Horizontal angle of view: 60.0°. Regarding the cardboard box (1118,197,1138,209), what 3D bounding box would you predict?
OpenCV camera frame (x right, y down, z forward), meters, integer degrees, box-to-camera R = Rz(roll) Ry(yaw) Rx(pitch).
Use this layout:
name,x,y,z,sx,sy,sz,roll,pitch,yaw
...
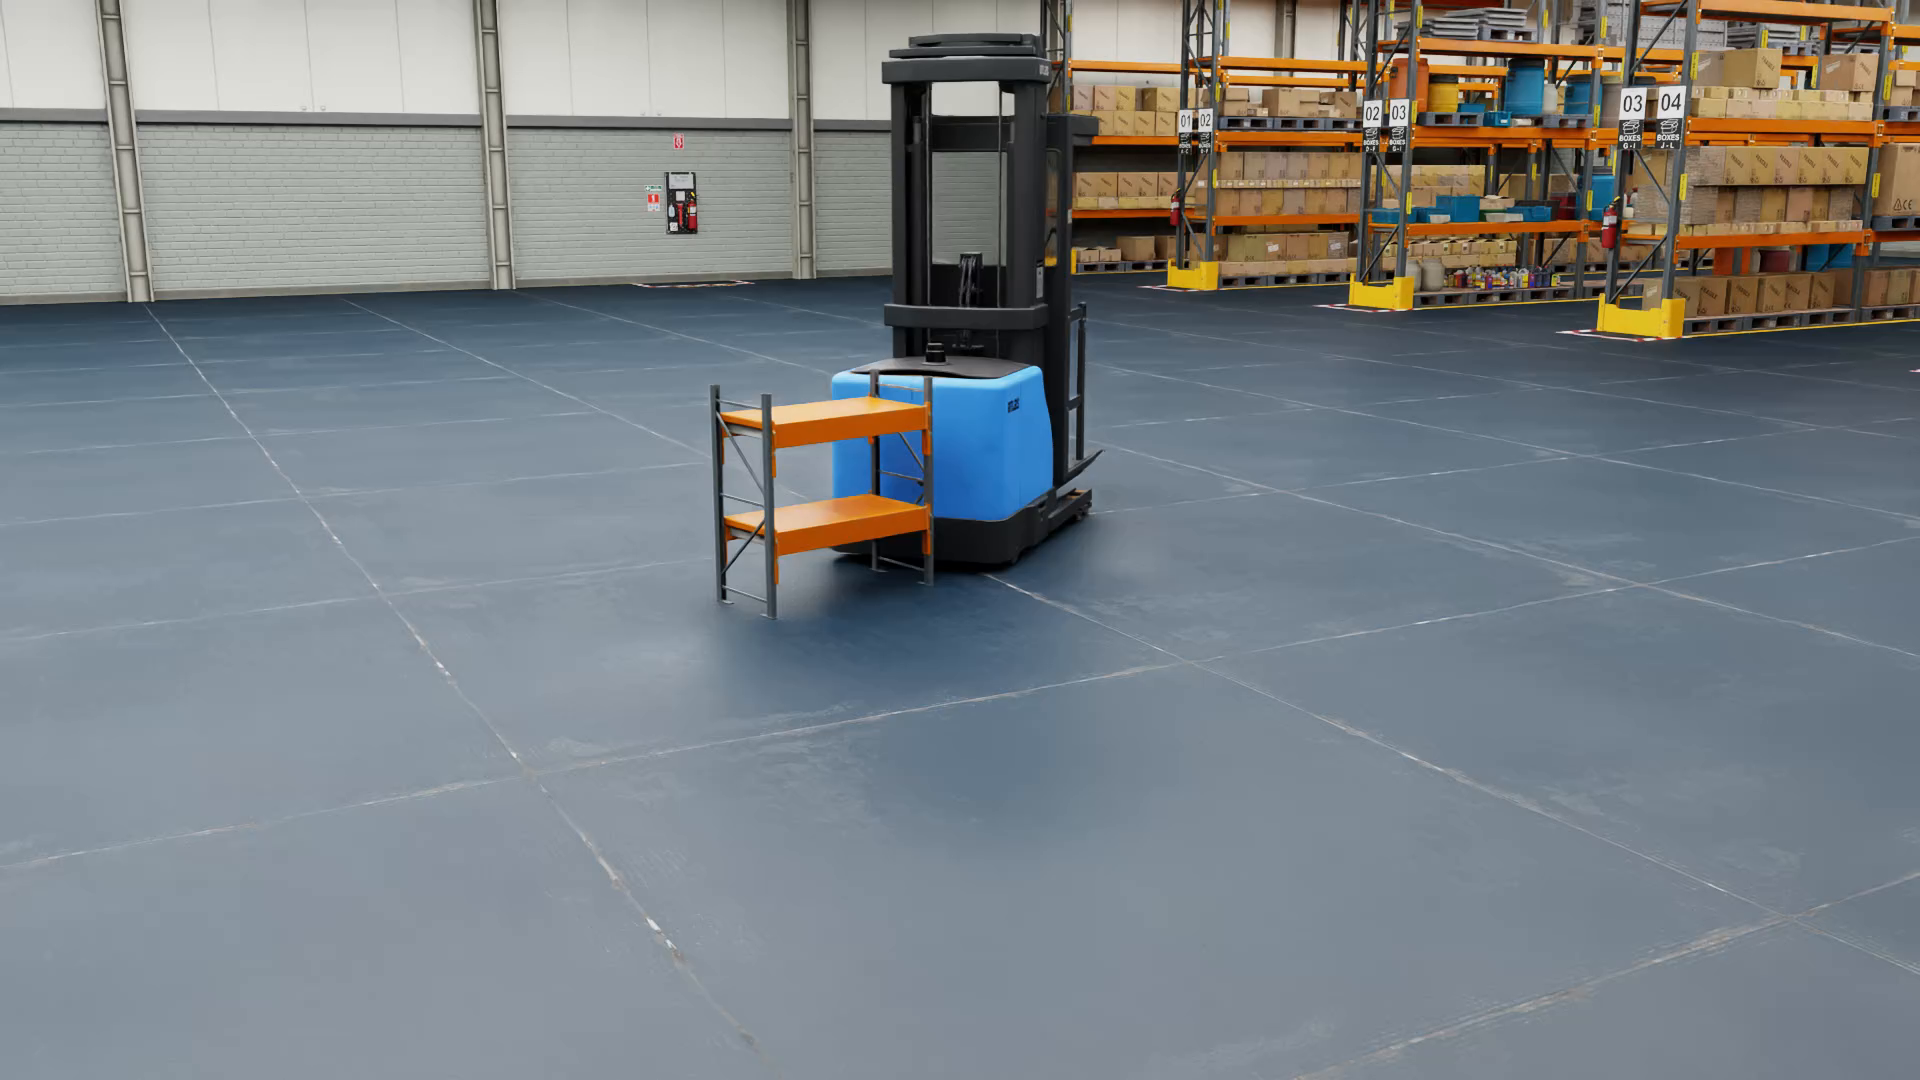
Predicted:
name,x,y,z,sx,sy,sz,roll,pitch,yaw
cardboard box,3.425,-7.136,35.194,0.500,0.250,0.500,-7,15,-29

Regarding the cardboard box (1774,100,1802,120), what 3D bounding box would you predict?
name,x,y,z,sx,sy,sz,roll,pitch,yaw
cardboard box,10.953,-5.789,22.424,0.500,0.250,0.500,-6,14,-26

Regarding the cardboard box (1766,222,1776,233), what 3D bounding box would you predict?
name,x,y,z,sx,sy,sz,roll,pitch,yaw
cardboard box,10.949,-4.288,22.816,0.250,0.149,0.380,-7,14,-28

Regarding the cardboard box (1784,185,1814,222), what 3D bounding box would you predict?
name,x,y,z,sx,sy,sz,roll,pitch,yaw
cardboard box,11.306,-4.697,23.156,0.500,0.500,0.875,-7,14,-28

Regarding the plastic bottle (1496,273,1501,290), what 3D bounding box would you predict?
name,x,y,z,sx,sy,sz,roll,pitch,yaw
plastic bottle,8.822,-4.251,27.291,0.097,0.271,0.097,0,13,0

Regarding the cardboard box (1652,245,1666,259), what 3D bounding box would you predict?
name,x,y,z,sx,sy,sz,roll,pitch,yaw
cardboard box,15.327,-6.313,36.363,0.500,0.311,0.500,-7,14,-28

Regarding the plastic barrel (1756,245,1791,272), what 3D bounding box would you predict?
name,x,y,z,sx,sy,sz,roll,pitch,yaw
plastic barrel,15.127,-5.234,30.981,0.708,0.588,0.600,-7,14,-28

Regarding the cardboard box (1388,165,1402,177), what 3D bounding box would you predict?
name,x,y,z,sx,sy,sz,roll,pitch,yaw
cardboard box,9.961,-8.565,38.590,0.500,0.250,0.500,-7,14,-29

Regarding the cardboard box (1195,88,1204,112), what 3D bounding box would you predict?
name,x,y,z,sx,sy,sz,roll,pitch,yaw
cardboard box,5.147,-9.425,35.687,0.500,0.500,0.500,-8,15,-33

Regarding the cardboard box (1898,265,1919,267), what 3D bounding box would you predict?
name,x,y,z,sx,sy,sz,roll,pitch,yaw
cardboard box,14.534,-3.876,25.105,0.500,0.500,0.700,-6,14,-23

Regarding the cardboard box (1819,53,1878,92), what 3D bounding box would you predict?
name,x,y,z,sx,sy,sz,roll,pitch,yaw
cardboard box,12.304,-6.461,23.024,0.500,0.500,0.500,-7,15,-30

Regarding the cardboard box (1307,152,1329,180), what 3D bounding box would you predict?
name,x,y,z,sx,sy,sz,roll,pitch,yaw
cardboard box,6.564,-7.094,31.528,0.500,0.500,0.700,-7,14,-28

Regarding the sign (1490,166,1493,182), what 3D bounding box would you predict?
name,x,y,z,sx,sy,sz,roll,pitch,yaw
sign,11.076,-7.616,34.577,0.005,0.325,0.100,-7,14,-28

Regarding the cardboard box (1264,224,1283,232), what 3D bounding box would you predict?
name,x,y,z,sx,sy,sz,roll,pitch,yaw
cardboard box,6.934,-7.064,37.563,0.500,0.250,0.500,-7,15,-29

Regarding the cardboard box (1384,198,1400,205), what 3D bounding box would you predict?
name,x,y,z,sx,sy,sz,roll,pitch,yaw
cardboard box,8.517,-6.628,32.948,0.258,0.266,0.396,-7,15,-29

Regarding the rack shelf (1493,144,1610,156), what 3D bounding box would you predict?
name,x,y,z,sx,sy,sz,roll,pitch,yaw
rack shelf,14.234,-9.685,41.029,4.000,0.370,1.077,-7,14,-28

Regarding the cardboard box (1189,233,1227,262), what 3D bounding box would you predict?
name,x,y,z,sx,sy,sz,roll,pitch,yaw
cardboard box,4.650,-5.488,31.174,0.500,0.500,0.500,-7,14,-28

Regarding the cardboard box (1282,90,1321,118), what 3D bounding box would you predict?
name,x,y,z,sx,sy,sz,roll,pitch,yaw
cardboard box,6.327,-8.204,31.301,0.637,0.503,0.797,-5,14,-22

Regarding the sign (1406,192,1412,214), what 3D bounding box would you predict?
name,x,y,z,sx,sy,sz,roll,pitch,yaw
sign,6.952,-5.219,25.748,0.005,0.325,0.100,-7,14,-28

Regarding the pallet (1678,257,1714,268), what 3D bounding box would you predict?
name,x,y,z,sx,sy,sz,roll,pitch,yaw
pallet,16.530,-6.248,37.305,1.213,0.211,1.003,-7,14,-28

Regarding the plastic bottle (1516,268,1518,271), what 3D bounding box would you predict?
name,x,y,z,sx,sy,sz,roll,pitch,yaw
plastic bottle,9.443,-4.508,28.424,0.135,0.276,0.152,-6,14,-26

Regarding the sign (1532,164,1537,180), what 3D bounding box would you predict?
name,x,y,z,sx,sy,sz,roll,pitch,yaw
sign,11.613,-7.445,33.634,0.005,0.325,0.100,-7,14,-28

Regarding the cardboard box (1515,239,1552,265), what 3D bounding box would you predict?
name,x,y,z,sx,sy,sz,roll,pitch,yaw
cardboard box,11.881,-5.975,34.429,0.500,0.500,0.500,-6,14,-25

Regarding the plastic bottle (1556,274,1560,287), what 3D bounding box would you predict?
name,x,y,z,sx,sy,sz,roll,pitch,yaw
plastic bottle,10.034,-4.362,27.944,0.097,0.201,0.097,0,13,0

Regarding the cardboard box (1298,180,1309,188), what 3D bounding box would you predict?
name,x,y,z,sx,sy,sz,roll,pitch,yaw
cardboard box,6.350,-6.699,31.253,0.250,0.149,0.380,-6,14,-26

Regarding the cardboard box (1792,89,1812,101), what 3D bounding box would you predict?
name,x,y,z,sx,sy,sz,roll,pitch,yaw
cardboard box,11.275,-6.012,22.504,0.250,0.149,0.380,-6,14,-25

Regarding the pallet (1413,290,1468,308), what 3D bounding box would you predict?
name,x,y,z,sx,sy,sz,roll,pitch,yaw
pallet,7.452,-3.931,27.009,1.213,0.211,1.003,-7,14,-28

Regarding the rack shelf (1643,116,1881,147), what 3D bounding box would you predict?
name,x,y,z,sx,sy,sz,roll,pitch,yaw
rack shelf,10.821,-5.558,22.695,4.000,0.370,1.077,-7,14,-28

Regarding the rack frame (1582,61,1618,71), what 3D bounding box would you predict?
name,x,y,z,sx,sy,sz,roll,pitch,yaw
rack frame,15.989,-11.709,41.556,0.127,3.000,1.000,-7,14,-28

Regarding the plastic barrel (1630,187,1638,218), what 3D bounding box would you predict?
name,x,y,z,sx,sy,sz,roll,pitch,yaw
plastic barrel,11.792,-5.813,28.709,0.433,0.535,0.433,0,13,0

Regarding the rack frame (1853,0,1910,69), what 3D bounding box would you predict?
name,x,y,z,sx,sy,sz,roll,pitch,yaw
rack frame,17.225,-9.379,31.203,0.127,3.000,1.000,-7,14,-28

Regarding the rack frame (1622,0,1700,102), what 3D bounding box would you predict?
name,x,y,z,sx,sy,sz,roll,pitch,yaw
rack frame,9.066,-7.162,21.352,0.127,3.000,1.000,-7,14,-28

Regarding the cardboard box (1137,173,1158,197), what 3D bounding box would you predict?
name,x,y,z,sx,sy,sz,roll,pitch,yaw
cardboard box,3.851,-7.554,35.343,0.500,0.500,0.500,-6,14,-26

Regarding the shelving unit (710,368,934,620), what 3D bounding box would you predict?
name,x,y,z,sx,sy,sz,roll,pitch,yaw
shelving unit,-0.700,-0.268,8.650,1.048,1.125,0.538,-11,17,-40

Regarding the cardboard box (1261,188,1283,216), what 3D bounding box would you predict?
name,x,y,z,sx,sy,sz,roll,pitch,yaw
cardboard box,5.635,-6.348,31.168,0.500,0.500,0.700,-7,14,-27

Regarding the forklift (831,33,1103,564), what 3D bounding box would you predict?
name,x,y,z,sx,sy,sz,roll,pitch,yaw
forklift,0.217,-1.575,10.345,1.130,2.935,3.031,4,13,18

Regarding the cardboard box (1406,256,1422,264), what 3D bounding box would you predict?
name,x,y,z,sx,sy,sz,roll,pitch,yaw
cardboard box,8.755,-5.477,32.835,0.500,0.250,0.500,-6,14,-26

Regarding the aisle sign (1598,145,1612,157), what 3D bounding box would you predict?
name,x,y,z,sx,sy,sz,roll,pitch,yaw
aisle sign,16.196,-10.001,41.706,0.004,0.787,0.394,-7,14,-28

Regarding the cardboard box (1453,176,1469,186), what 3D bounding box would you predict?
name,x,y,z,sx,sy,sz,roll,pitch,yaw
cardboard box,11.751,-8.413,39.620,0.500,0.500,0.500,-7,14,-27

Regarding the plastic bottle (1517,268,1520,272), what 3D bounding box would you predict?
name,x,y,z,sx,sy,sz,roll,pitch,yaw
plastic bottle,9.494,-4.492,28.333,0.133,0.283,0.061,-7,14,-28

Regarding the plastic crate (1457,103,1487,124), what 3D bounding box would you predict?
name,x,y,z,sx,sy,sz,roll,pitch,yaw
plastic crate,8.222,-6.904,27.074,0.575,0.384,0.392,-7,14,-28

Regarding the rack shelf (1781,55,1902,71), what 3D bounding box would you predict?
name,x,y,z,sx,sy,sz,roll,pitch,yaw
rack shelf,15.470,-8.623,30.391,4.000,0.370,1.077,-7,14,-28

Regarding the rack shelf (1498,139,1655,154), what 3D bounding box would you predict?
name,x,y,z,sx,sy,sz,roll,pitch,yaw
rack shelf,13.100,-8.309,34.919,4.000,0.370,1.077,-7,14,-28

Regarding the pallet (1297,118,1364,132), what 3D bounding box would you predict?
name,x,y,z,sx,sy,sz,roll,pitch,yaw
pallet,7.097,-7.891,31.625,1.213,0.211,1.003,-7,14,-28

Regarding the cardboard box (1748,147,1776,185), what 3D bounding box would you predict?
name,x,y,z,sx,sy,sz,roll,pitch,yaw
cardboard box,10.559,-5.027,22.344,0.500,0.500,0.500,-7,14,-28

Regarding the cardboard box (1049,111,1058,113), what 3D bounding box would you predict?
name,x,y,z,sx,sy,sz,roll,pitch,yaw
cardboard box,2.190,-8.714,34.805,0.500,0.500,0.500,-6,14,-24

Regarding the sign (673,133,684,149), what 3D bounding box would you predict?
name,x,y,z,sx,sy,sz,roll,pitch,yaw
sign,-5.363,-7.605,31.703,0.199,0.298,0.001,-7,14,-28

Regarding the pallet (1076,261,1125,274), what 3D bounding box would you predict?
name,x,y,z,sx,sy,sz,roll,pitch,yaw
pallet,2.742,-5.826,35.427,1.213,0.211,1.003,-7,14,-28

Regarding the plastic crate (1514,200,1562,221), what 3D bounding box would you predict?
name,x,y,z,sx,sy,sz,roll,pitch,yaw
plastic crate,9.683,-5.550,27.993,0.504,0.338,0.767,-7,14,-28

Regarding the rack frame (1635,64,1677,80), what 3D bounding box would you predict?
name,x,y,z,sx,sy,sz,roll,pitch,yaw
rack frame,14.855,-10.334,35.446,0.127,3.000,1.000,-7,14,-28

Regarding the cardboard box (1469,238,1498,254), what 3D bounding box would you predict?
name,x,y,z,sx,sy,sz,roll,pitch,yaw
cardboard box,10.549,-5.965,33.725,0.500,0.311,0.500,-7,14,-29

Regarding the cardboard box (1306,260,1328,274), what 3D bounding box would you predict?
name,x,y,z,sx,sy,sz,roll,pitch,yaw
cardboard box,6.655,-5.232,31.745,0.500,0.250,0.500,-7,14,-28

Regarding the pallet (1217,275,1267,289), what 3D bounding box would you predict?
name,x,y,z,sx,sy,sz,roll,pitch,yaw
pallet,4.973,-4.873,31.195,1.213,0.211,1.003,-7,14,-28
